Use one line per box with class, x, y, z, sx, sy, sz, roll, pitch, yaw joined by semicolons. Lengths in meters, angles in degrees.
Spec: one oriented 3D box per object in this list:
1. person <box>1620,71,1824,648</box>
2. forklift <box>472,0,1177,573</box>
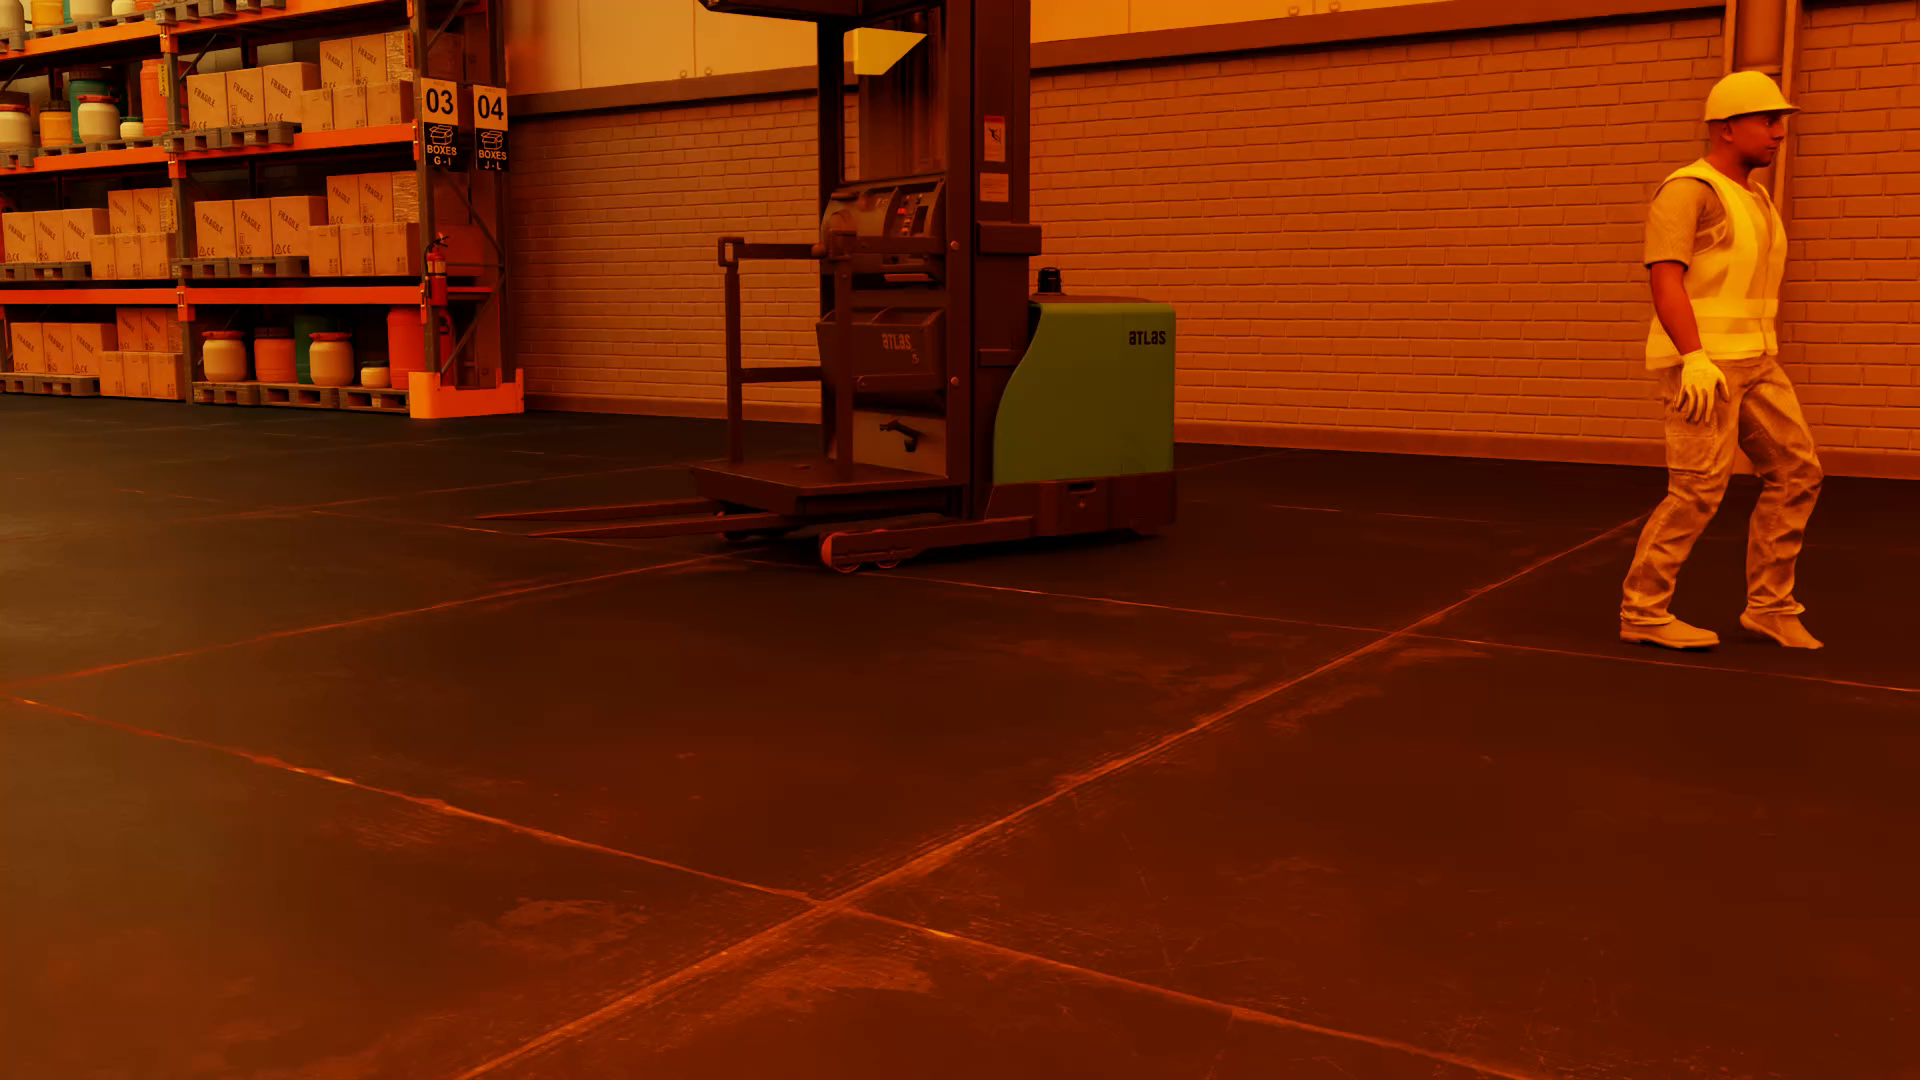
person;2.380;-0.505;5.116;0.655;1.823;0.530;-7;11;-42
forklift;-0.515;-1.403;7.058;3.031;2.935;1.130;-5;10;-33
